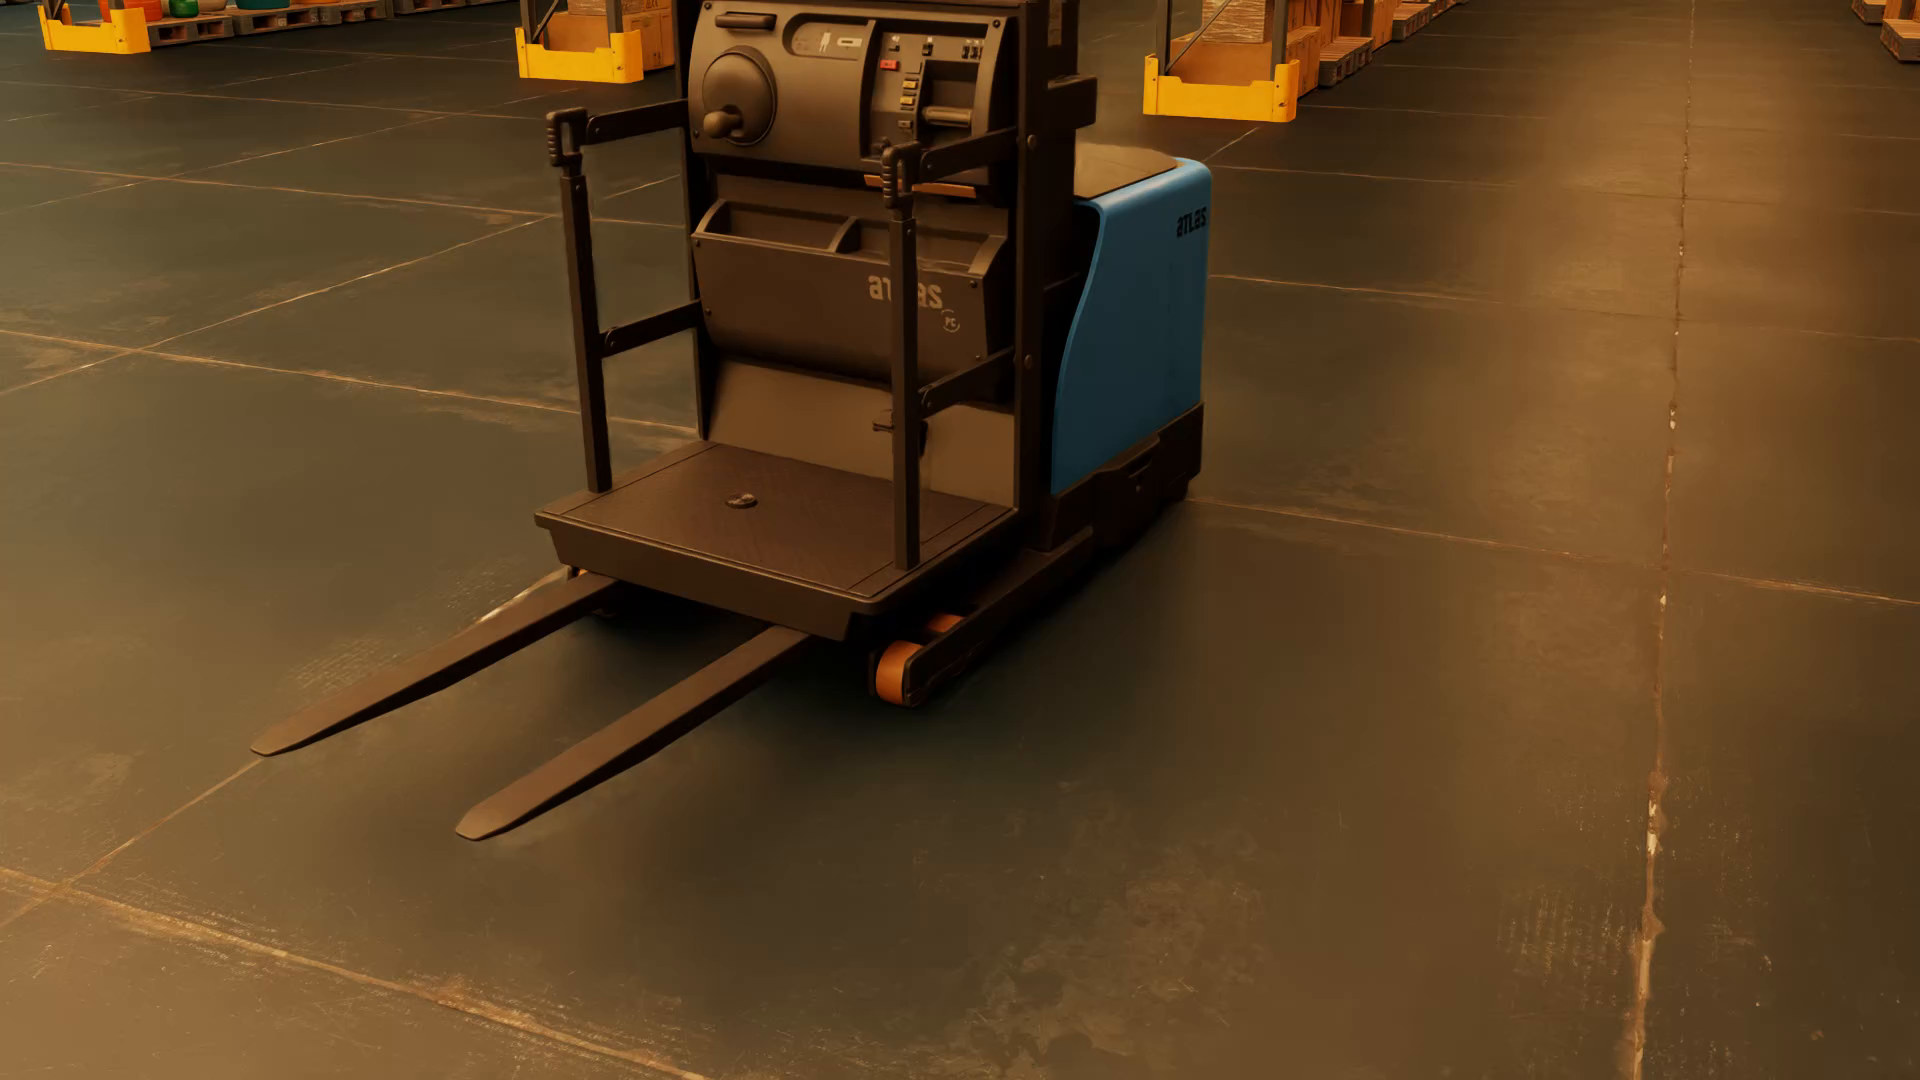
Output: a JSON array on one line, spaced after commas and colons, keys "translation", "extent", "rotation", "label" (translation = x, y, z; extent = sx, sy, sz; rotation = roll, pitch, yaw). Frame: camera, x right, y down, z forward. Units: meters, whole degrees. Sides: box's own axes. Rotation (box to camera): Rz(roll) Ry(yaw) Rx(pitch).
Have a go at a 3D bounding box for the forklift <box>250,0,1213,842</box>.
[{"translation": [-0.410, -1.142, 4.025], "extent": [1.130, 2.935, 3.031], "rotation": [13, 26, 29], "label": "forklift"}]
